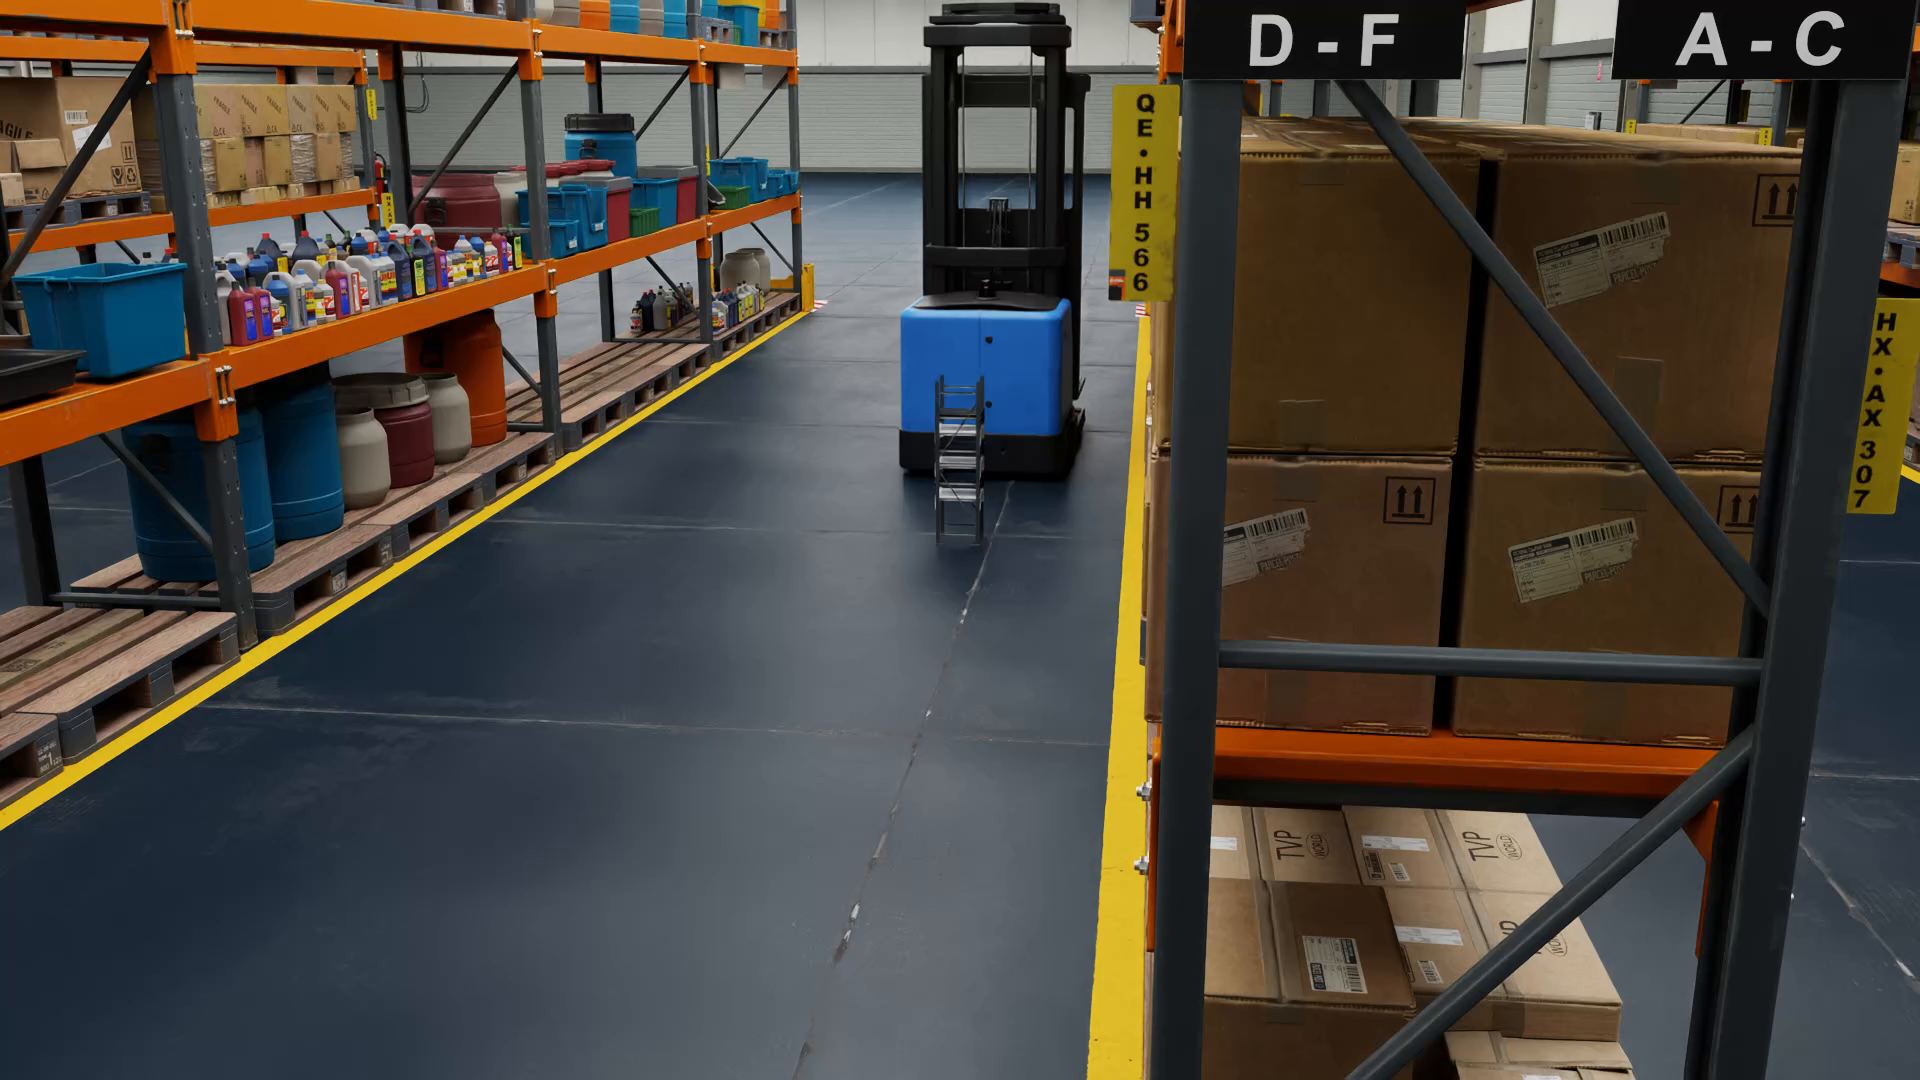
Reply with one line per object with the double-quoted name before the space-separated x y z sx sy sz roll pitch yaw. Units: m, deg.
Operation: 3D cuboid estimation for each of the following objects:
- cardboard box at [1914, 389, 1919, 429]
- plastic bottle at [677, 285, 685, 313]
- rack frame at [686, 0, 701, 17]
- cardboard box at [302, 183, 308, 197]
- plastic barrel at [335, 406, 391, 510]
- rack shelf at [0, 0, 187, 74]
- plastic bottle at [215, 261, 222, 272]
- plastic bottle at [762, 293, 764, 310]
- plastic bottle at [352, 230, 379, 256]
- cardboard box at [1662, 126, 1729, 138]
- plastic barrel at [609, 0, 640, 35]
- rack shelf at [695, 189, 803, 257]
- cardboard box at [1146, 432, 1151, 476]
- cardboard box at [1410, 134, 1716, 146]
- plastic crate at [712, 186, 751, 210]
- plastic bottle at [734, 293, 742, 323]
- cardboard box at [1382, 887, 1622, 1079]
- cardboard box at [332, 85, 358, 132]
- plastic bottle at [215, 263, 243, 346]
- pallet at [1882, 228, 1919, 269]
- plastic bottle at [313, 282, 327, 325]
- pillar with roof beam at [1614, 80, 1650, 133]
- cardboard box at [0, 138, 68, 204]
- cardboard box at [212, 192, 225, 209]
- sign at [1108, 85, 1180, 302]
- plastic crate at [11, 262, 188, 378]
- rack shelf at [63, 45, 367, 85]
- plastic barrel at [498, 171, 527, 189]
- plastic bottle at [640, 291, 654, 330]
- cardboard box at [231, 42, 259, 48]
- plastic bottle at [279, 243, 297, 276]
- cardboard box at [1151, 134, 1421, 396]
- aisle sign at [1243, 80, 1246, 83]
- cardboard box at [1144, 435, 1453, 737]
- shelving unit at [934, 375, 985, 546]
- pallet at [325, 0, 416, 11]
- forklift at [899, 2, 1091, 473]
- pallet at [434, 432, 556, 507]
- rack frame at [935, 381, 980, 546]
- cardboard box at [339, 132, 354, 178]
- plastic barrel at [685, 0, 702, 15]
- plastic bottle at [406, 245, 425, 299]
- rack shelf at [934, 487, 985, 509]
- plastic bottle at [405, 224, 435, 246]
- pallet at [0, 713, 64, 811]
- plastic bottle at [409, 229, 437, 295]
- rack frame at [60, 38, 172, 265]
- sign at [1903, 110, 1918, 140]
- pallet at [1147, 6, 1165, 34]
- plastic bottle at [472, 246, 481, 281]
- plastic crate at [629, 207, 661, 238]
"cardboard box" 6.685 -0.920 10.764 0.700 0.500 0.500 2 15 7
"plastic bottle" -2.838 -2.438 16.816 0.097 0.271 0.097 0 15 0
"rack frame" -2.737 -5.951 13.932 1.000 3.000 0.127 2 15 6
"cardboard box" -7.159 -3.713 17.627 0.380 0.149 0.250 2 15 6
"plastic barrel" -3.329 -0.450 9.042 0.421 0.512 0.421 0 15 0
"rack shelf" -3.865 -1.562 4.825 1.077 0.370 4.000 2 15 6
"plastic bottle" -3.692 -1.257 8.310 0.097 0.271 0.097 0 15 0
"plastic bottle" -2.057 -2.465 17.050 0.097 0.201 0.097 0 15 0
"plastic bottle" -3.610 -1.735 10.071 0.152 0.276 0.135 2 15 6
"cardboard box" 7.076 -3.724 15.998 0.500 0.500 0.500 1 15 4
"plastic barrel" -2.726 -4.268 12.492 0.600 0.901 0.708 2 15 6
"rack shelf" -2.511 -3.227 16.727 1.077 0.370 4.000 2 15 6
"cardboard box" 1.174 -0.234 8.226 0.500 0.500 0.500 2 15 7
"cardboard box" 1.194 -0.570 3.417 0.500 0.500 0.500 2 15 7
"plastic crate" -2.303 -3.297 16.014 0.450 0.188 0.662 2 15 6
"plastic bottle" -2.152 -2.244 16.076 0.061 0.283 0.133 2 15 9
"cardboard box" 1.230 1.056 3.933 0.500 0.250 0.500 2 15 6
"cardboard box" -7.023 -4.763 18.354 0.500 0.500 0.500 2 15 6
"plastic bottle" -3.273 -1.049 7.389 0.144 0.351 0.185 2 15 6
"pallet" 6.630 -1.821 10.519 1.213 0.211 1.003 2 15 6
"plastic bottle" -3.116 -1.143 8.022 0.097 0.201 0.097 0 15 0
"pillar with roof beam" 4.738 -8.173 22.147 9.100 9.000 0.400 2 15 6
"cardboard box" -7.762 -3.001 13.513 0.797 0.503 0.637 3 15 12
"cardboard box" -7.293 -3.257 15.942 0.380 0.149 0.250 2 15 6
"sign" 0.281 -0.529 2.549 0.100 0.325 0.005 2 15 6
"plastic crate" -3.353 -0.871 6.551 0.392 0.384 0.575 2 15 6
"rack shelf" -7.432 -4.821 16.875 1.077 0.370 4.000 2 15 6
"plastic barrel" -3.237 -2.454 12.277 0.421 0.512 0.421 0 15 0
"plastic bottle" -2.950 -2.164 15.652 0.144 0.351 0.185 1 15 5
"cardboard box" -7.232 -4.952 16.269 0.500 0.250 0.500 1 15 4
"plastic bottle" -3.715 -1.496 9.184 0.152 0.276 0.135 2 15 6
"cardboard box" 0.664 -0.582 3.459 0.500 0.500 0.500 2 15 8
"aisle sign" 2.935 -5.209 17.700 0.394 0.787 0.004 2 15 6
"cardboard box" 0.611 0.031 3.108 0.500 0.500 0.500 2 15 8
"shelving unit" -0.001 -0.432 9.037 0.258 0.900 0.210 2 15 6
"pallet" -3.523 -2.838 8.525 1.003 0.211 1.213 2 15 6
"forklift" 0.321 -2.172 11.580 1.130 2.935 3.031 2 15 7
"pallet" -3.236 -0.466 10.481 1.003 0.211 1.213 2 15 6
"rack frame" -0.012 -0.406 8.939 0.240 0.900 0.006 2 15 6
"cardboard box" -7.296 -4.289 18.514 0.875 0.500 0.500 2 15 6
"plastic barrel" -2.493 -4.866 14.645 0.421 0.512 0.421 0 15 0
"plastic bottle" -2.975 -1.465 9.057 0.061 0.283 0.133 2 15 6
"rack shelf" -0.001 -0.226 9.092 0.258 0.077 0.200 2 15 6
"plastic bottle" -3.407 -1.851 10.498 0.152 0.276 0.135 2 15 6
"pallet" -3.819 0.875 5.522 1.003 0.211 1.213 2 15 6
"plastic bottle" -2.998 -1.540 9.206 0.144 0.351 0.185 2 15 6
"rack frame" -7.658 -3.201 15.254 1.000 3.000 0.127 2 15 6
"sign" 7.659 -3.307 13.427 0.100 0.325 0.005 2 15 6
"pallet" 1.844 -3.697 11.702 1.003 0.211 1.213 2 15 9
"plastic bottle" -2.900 -1.639 9.859 0.097 0.201 0.097 0 15 0
"plastic crate" -2.653 -2.493 13.041 0.450 0.188 0.662 2 15 6
